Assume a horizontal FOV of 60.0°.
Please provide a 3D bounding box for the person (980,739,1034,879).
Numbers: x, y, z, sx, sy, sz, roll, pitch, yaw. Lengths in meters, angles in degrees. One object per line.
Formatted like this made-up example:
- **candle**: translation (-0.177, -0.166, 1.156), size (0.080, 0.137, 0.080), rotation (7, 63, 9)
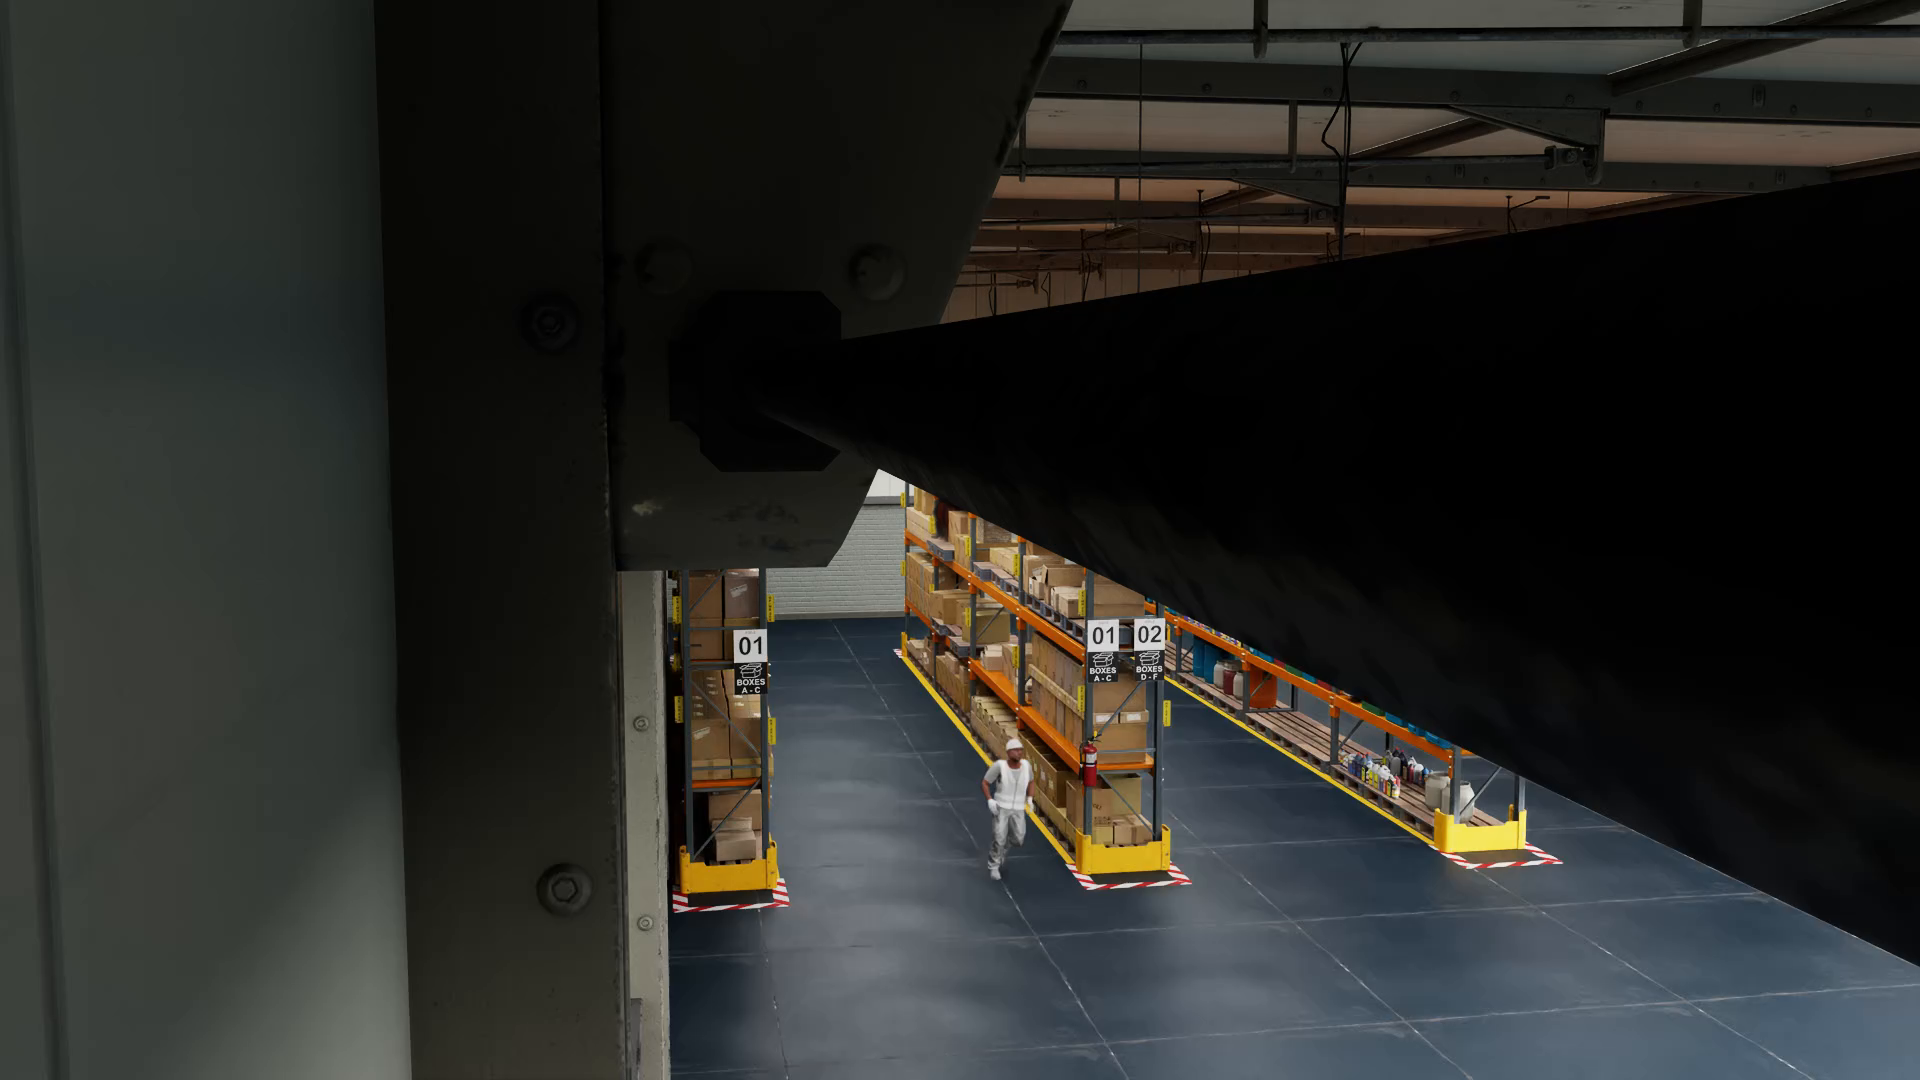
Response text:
- **person**: translation (0.622, 3.337, 20.743), size (0.742, 1.727, 0.554), rotation (-2, 6, -18)
